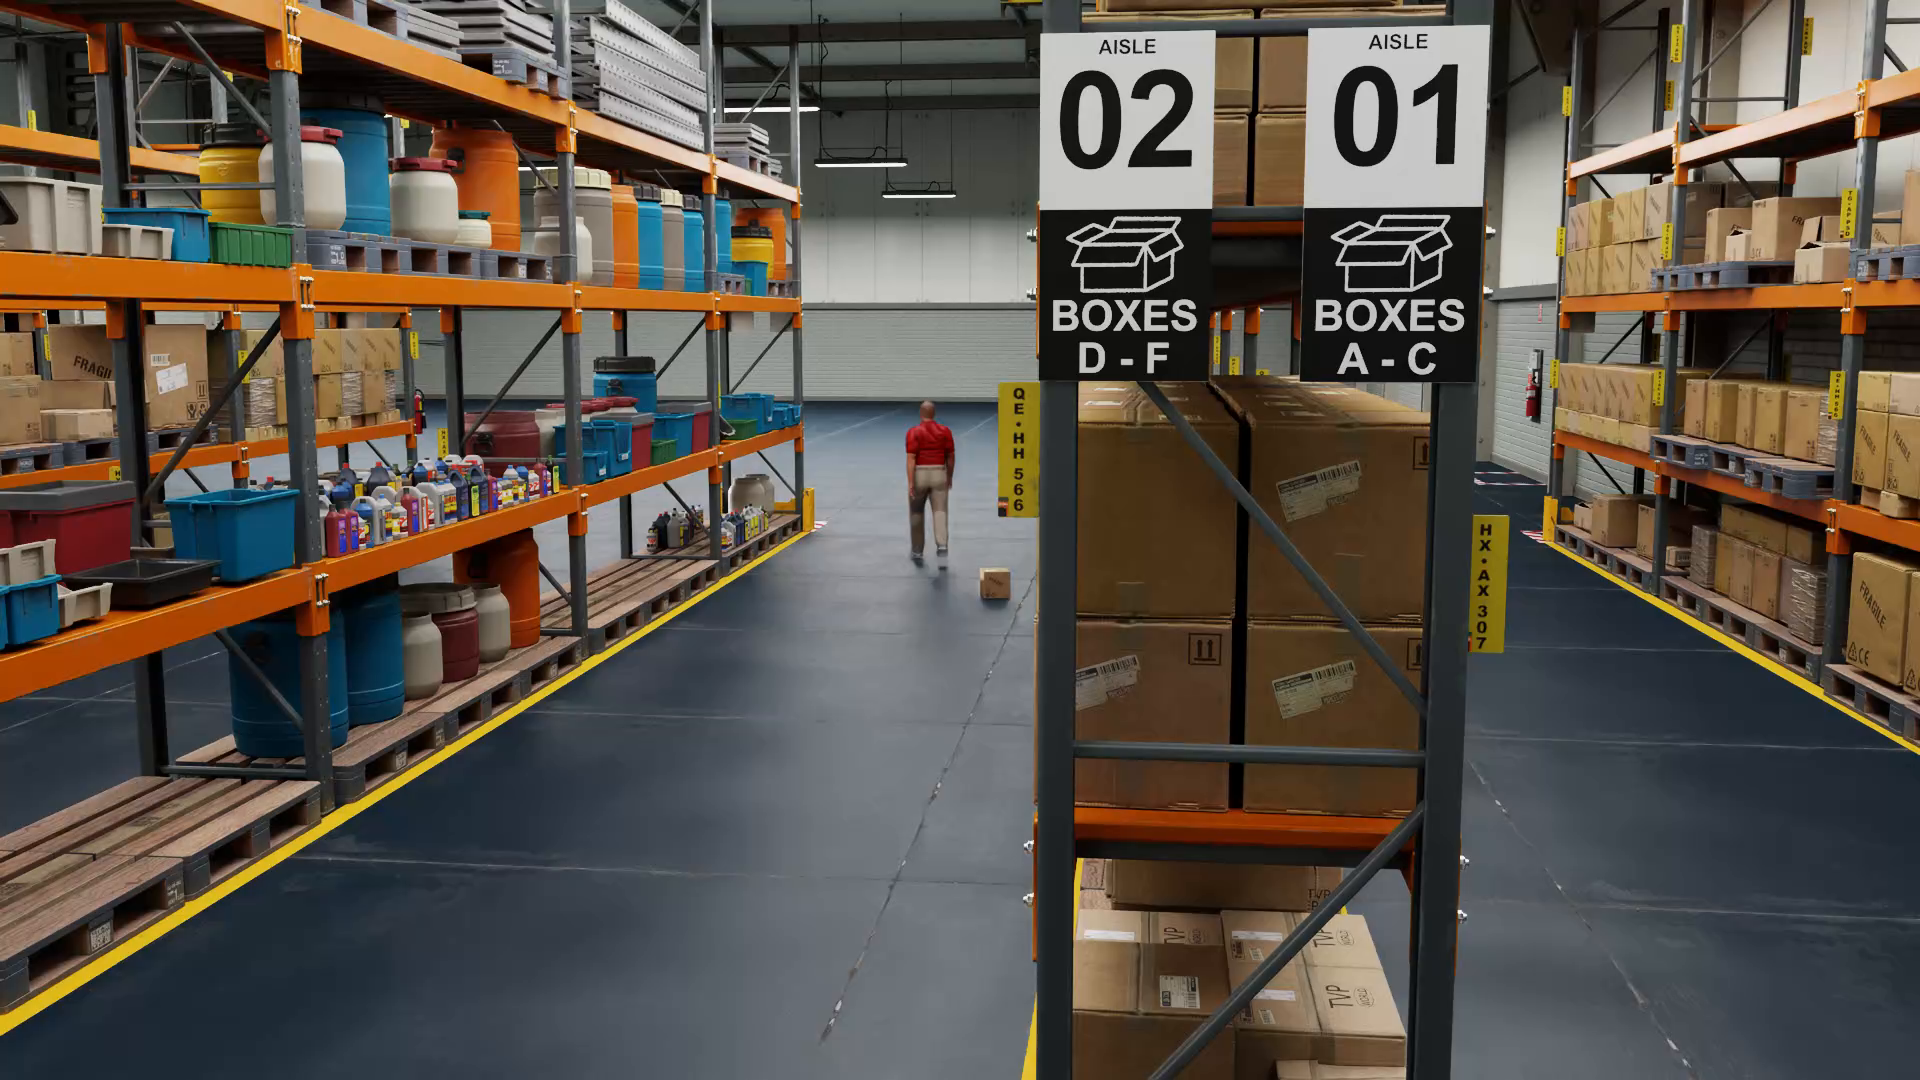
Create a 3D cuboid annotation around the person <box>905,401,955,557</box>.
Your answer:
[{"bbox_3d":[-0.318,-0.637,17.669,0.539,1.679,0.994,-1,8,-7],"label":"person"}]
